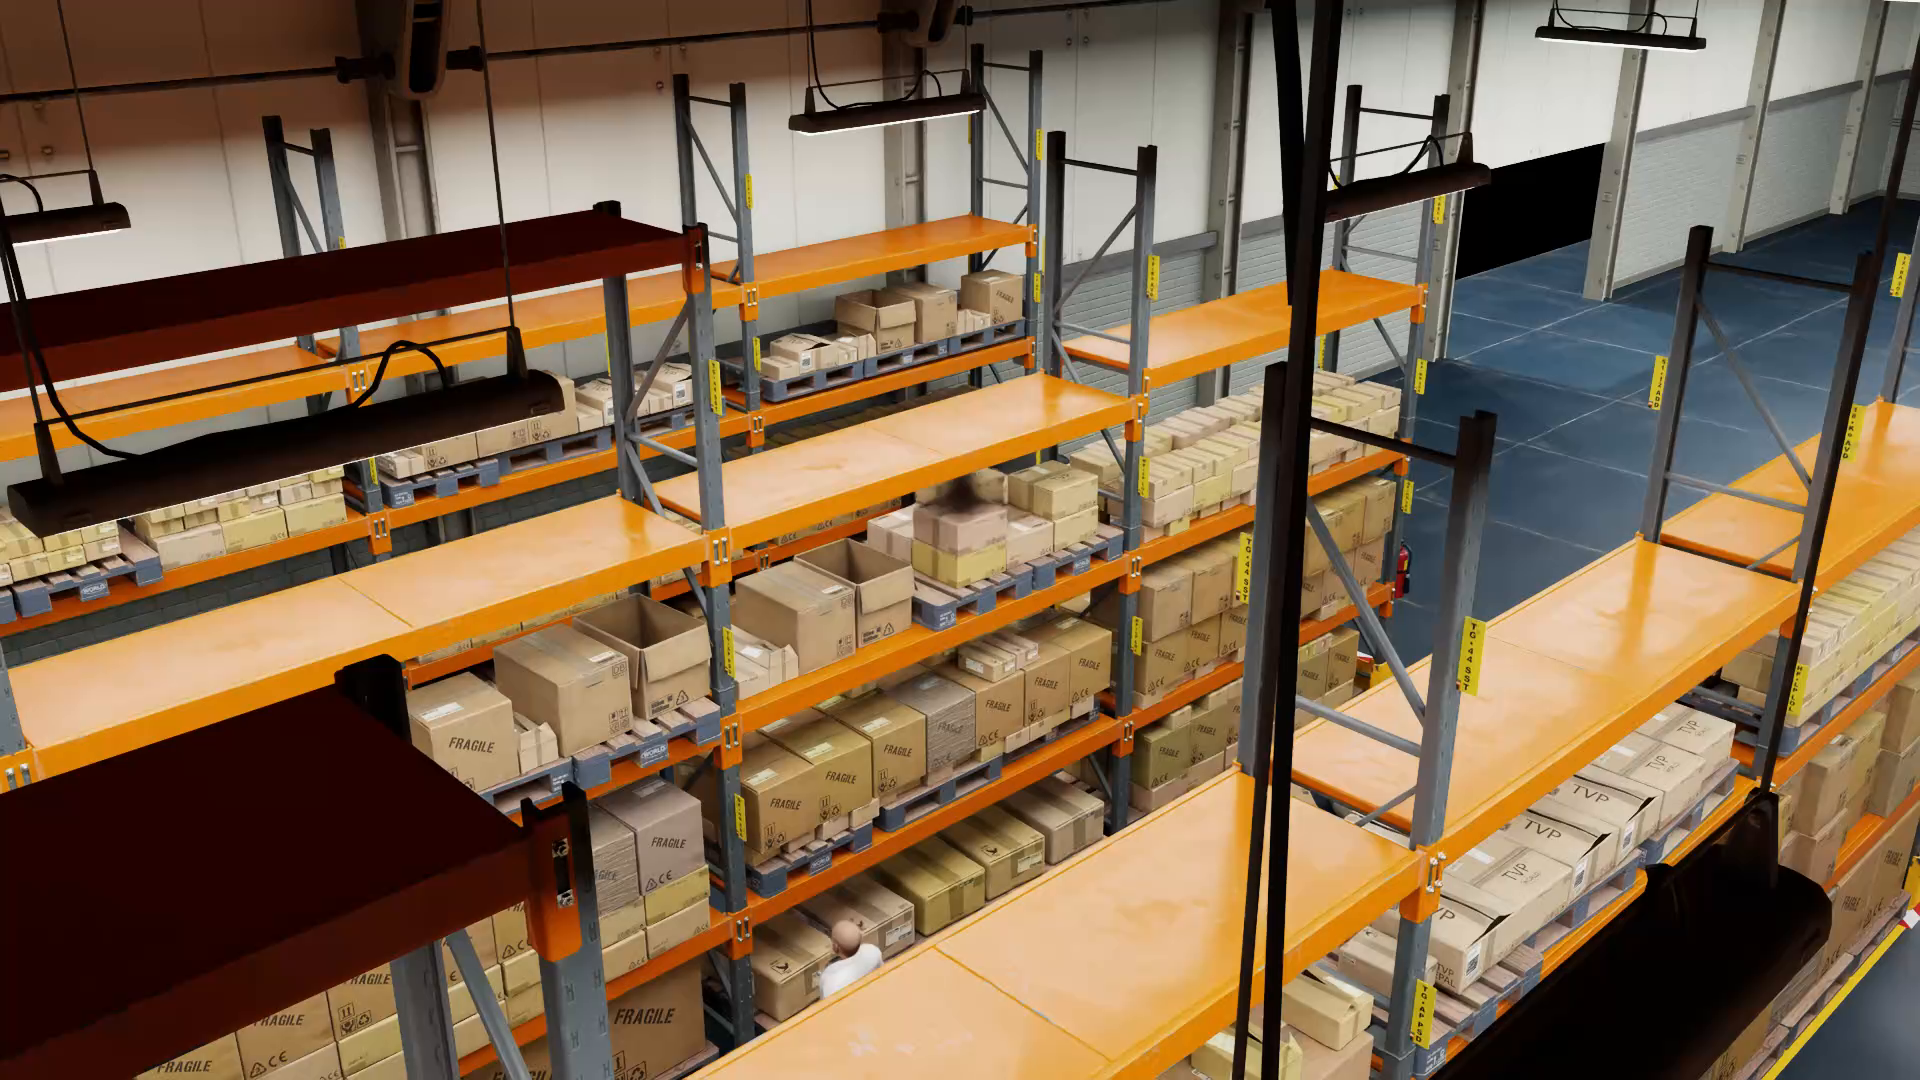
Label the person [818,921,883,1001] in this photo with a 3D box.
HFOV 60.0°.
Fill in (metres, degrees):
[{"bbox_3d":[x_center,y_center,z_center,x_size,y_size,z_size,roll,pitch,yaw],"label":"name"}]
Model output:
[{"bbox_3d":[-0.724,3.217,10.726,0.408,1.783,0.691,11,25,24],"label":"person"}]
